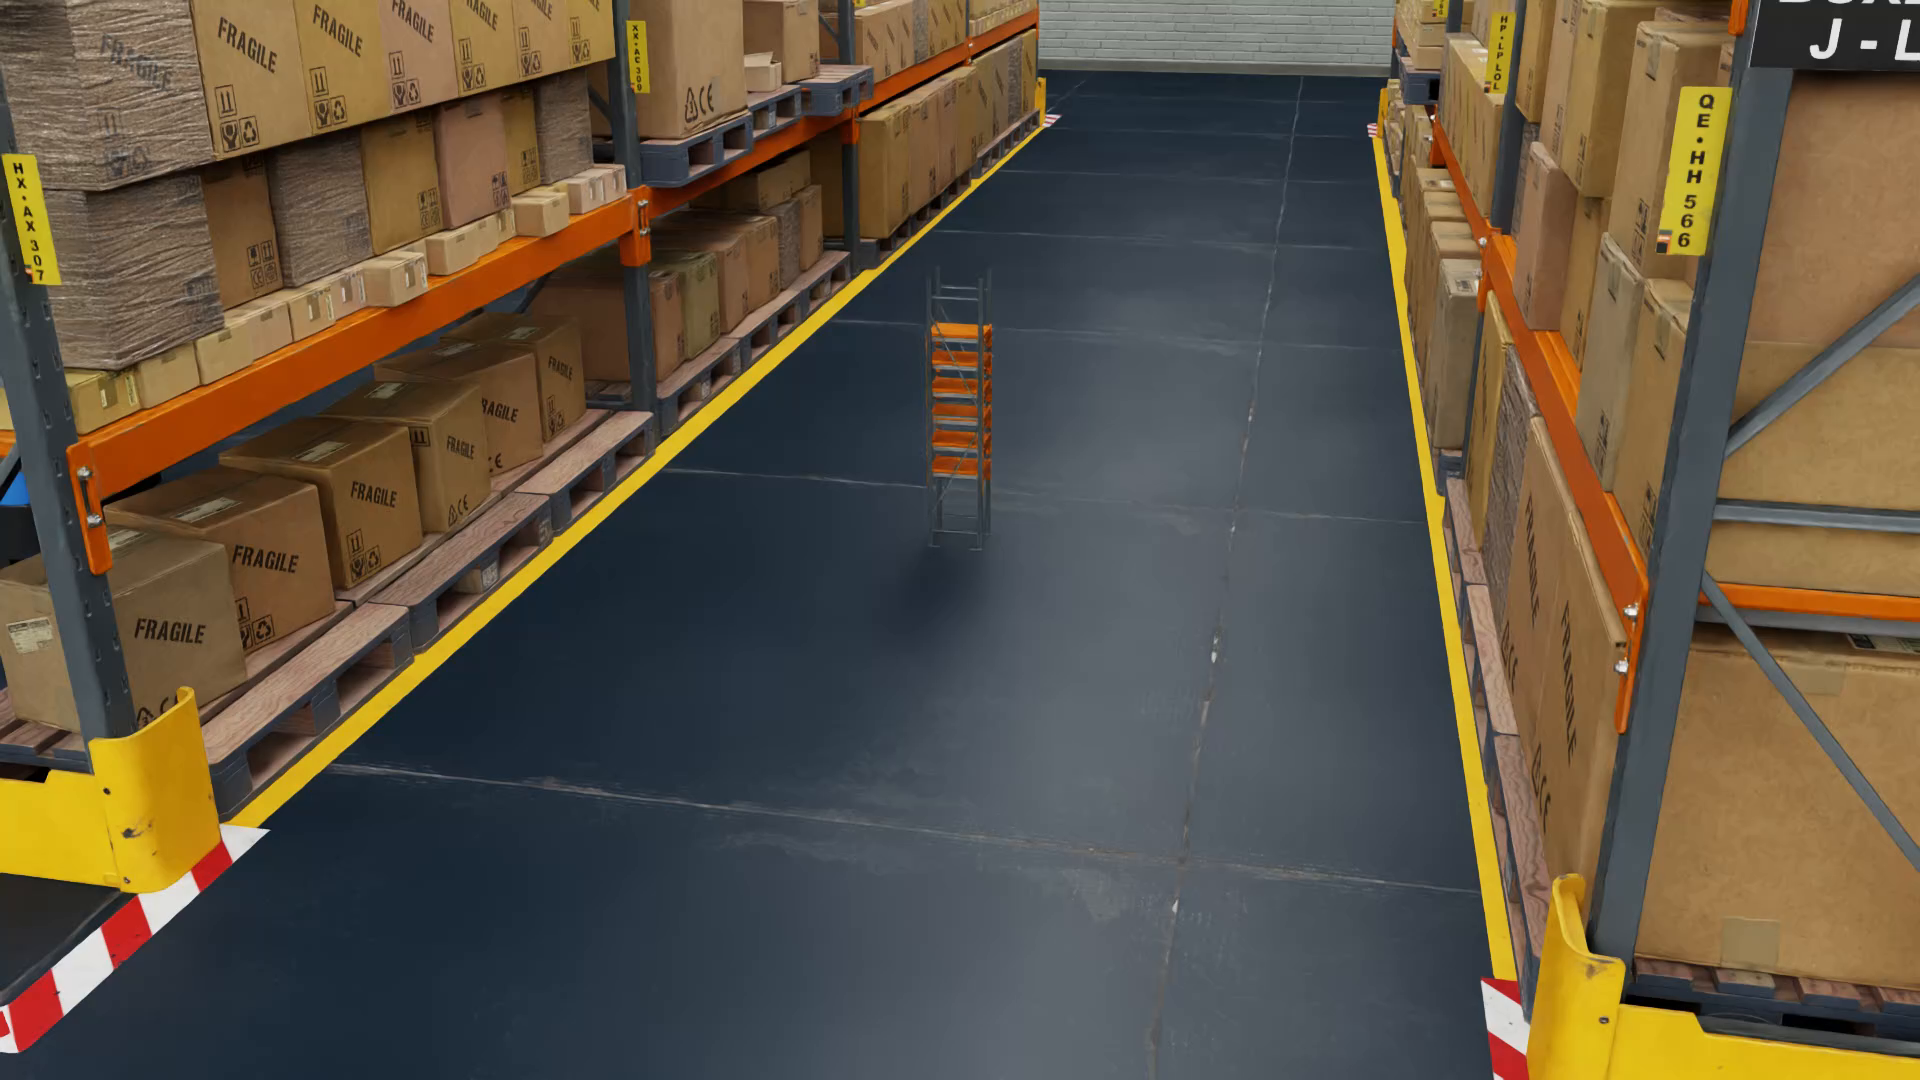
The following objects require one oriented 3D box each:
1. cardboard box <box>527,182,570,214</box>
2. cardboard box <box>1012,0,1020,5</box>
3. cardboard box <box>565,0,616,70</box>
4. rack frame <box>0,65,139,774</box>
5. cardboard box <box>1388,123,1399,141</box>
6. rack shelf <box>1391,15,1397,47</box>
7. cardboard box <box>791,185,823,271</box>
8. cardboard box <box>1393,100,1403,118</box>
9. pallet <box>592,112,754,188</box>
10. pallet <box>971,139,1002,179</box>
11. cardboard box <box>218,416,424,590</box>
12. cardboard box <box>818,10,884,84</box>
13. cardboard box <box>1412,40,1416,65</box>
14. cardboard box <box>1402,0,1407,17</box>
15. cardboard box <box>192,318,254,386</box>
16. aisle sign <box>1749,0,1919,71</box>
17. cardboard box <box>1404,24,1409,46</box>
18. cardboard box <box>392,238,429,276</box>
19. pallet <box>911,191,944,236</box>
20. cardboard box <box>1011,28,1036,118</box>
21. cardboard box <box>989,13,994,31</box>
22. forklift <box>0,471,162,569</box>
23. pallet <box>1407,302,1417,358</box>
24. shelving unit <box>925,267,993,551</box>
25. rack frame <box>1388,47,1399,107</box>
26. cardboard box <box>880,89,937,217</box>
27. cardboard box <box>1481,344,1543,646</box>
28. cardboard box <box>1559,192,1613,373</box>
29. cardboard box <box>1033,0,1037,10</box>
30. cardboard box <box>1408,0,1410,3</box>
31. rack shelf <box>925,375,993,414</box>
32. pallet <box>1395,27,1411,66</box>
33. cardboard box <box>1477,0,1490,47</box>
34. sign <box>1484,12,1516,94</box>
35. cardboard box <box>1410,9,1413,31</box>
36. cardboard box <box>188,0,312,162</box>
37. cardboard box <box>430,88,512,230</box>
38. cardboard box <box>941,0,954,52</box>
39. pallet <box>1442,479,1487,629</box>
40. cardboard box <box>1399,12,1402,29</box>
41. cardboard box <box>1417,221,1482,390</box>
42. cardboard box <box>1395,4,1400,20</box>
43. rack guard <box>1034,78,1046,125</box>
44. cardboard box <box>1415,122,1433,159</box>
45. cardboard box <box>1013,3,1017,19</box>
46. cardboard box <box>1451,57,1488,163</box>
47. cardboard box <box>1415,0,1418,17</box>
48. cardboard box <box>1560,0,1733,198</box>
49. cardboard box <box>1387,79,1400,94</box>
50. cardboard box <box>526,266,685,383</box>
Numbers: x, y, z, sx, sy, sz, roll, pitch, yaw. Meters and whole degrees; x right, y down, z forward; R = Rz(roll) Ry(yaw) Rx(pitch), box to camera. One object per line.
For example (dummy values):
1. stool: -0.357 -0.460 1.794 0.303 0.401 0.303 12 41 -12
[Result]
1. cardboard box: -1.974 -1.511 7.426 0.380 0.149 0.250 4 22 11
2. cardboard box: 0.354 -5.794 17.527 0.500 0.250 0.500 4 22 9
3. cardboard box: -1.870 -2.368 7.349 0.500 0.500 0.500 4 22 11
4. rack frame: -2.864 -0.443 4.438 1.000 3.000 0.127 4 22 11
5. cardboard box: 4.544 -4.121 16.825 0.380 0.149 0.250 3 22 8
6. rack shelf: 4.827 -4.814 16.255 1.077 0.370 4.000 4 22 11
7. cardboard box: -1.349 -2.167 11.475 0.700 0.500 0.500 3 22 8
8. cardboard box: 4.431 -4.197 16.218 0.380 0.149 0.250 4 22 9
9. pallet: -1.750 -2.085 8.773 1.003 0.211 1.213 4 22 11
10. pallet: -0.184 -3.810 16.532 1.003 0.211 1.213 4 22 11
11. cardboard box: -2.486 -0.154 6.505 0.500 0.500 0.500 7 23 16
12. cardboard box: -0.866 -3.572 12.074 0.500 0.500 0.500 5 22 12
13. cardboard box: 3.306 -3.338 11.401 0.380 0.149 0.250 4 22 11
14. cardboard box: 3.733 -4.239 13.240 0.380 0.149 0.250 4 22 9
15. cardboard box: -2.437 -0.593 5.146 0.380 0.149 0.250 4 22 11
16. aisle sign: 1.663 -1.231 2.914 0.394 0.787 0.004 4 22 11
17. cardboard box: 3.573 -3.816 12.588 0.380 0.149 0.250 3 22 8
18. cardboard box: -2.251 -1.055 6.295 0.380 0.149 0.250 4 22 11
19. pallet: -0.746 -2.803 14.030 1.003 0.211 1.213 4 22 11
20. cardboard box: 0.348 -5.264 18.690 0.875 0.875 0.875 4 22 11
21. cardboard box: 0.129 -5.087 16.305 0.380 0.149 0.250 4 22 9
22. forklift: -5.293 -1.422 6.960 3.031 2.935 1.130 1 22 2
23. pallet: 3.368 -1.378 10.492 1.003 0.211 1.213 4 22 11
24. shelving unit: -0.003 -0.551 7.116 0.258 1.200 0.189 4 22 11
25. rack frame: 5.236 -5.879 17.937 1.000 3.000 0.127 4 22 11
26. cardboard box: -0.881 -3.154 13.452 1.225 0.875 0.875 5 22 11
27. cardboard box: 2.410 -0.145 5.981 0.875 0.875 0.875 5 22 11
28. cardboard box: 2.398 -0.832 5.203 0.875 0.550 0.500 4 22 11
29. cardboard box: 0.650 -6.023 18.629 0.380 0.149 0.250 5 22 12
30. cardboard box: 3.626 -4.189 12.717 0.380 0.149 0.250 5 23 13
31. rack shelf: -0.003 -0.621 7.088 0.258 0.103 0.180 4 22 11
32. pallet: 4.121 -4.059 13.674 1.003 0.211 1.213 4 22 11
33. cardboard box: 3.400 -3.115 9.602 0.700 0.500 0.500 4 22 10
34. sign: 2.254 -2.029 6.932 0.100 0.325 0.005 4 22 11
35. cardboard box: 3.467 -3.762 12.055 0.380 0.149 0.250 4 22 11
36. cardboard box: -2.376 -1.454 5.078 0.500 0.500 0.500 4 22 11
37. cardboard box: -2.340 -1.560 6.679 0.875 0.500 0.500 4 22 11
38. cardboard box: -0.351 -4.506 14.392 0.500 0.500 0.500 5 23 13
39. pallet: 2.555 0.075 6.885 1.003 0.211 1.213 4 22 11
40. cardboard box: 3.838 -4.284 13.750 0.380 0.149 0.250 5 22 12
41. cardboard box: 3.026 -1.228 8.838 1.050 0.750 0.750 4 22 11
42. cardboard box: 4.730 -5.479 17.279 0.380 0.149 0.250 4 22 9
43. rack guard: 0.405 -5.144 19.456 1.175 0.500 0.348 4 22 11
44. cardboard box: 3.698 -2.977 12.511 0.500 0.250 0.500 5 22 12
45. cardboard box: 0.391 -5.554 17.465 0.380 0.149 0.250 5 22 11
46. cardboard box: 2.939 -2.304 8.925 0.500 0.500 0.500 4 22 10
47. cardboard box: 3.361 -3.710 11.527 0.380 0.149 0.250 5 23 13
48. cardboard box: 2.334 -1.337 5.013 0.875 0.550 0.500 4 22 11
49. cardboard box: 4.796 -4.862 17.868 0.380 0.149 0.250 3 22 8
50. cardboard box: -1.902 -1.173 9.009 0.700 0.500 0.500 3 22 7
